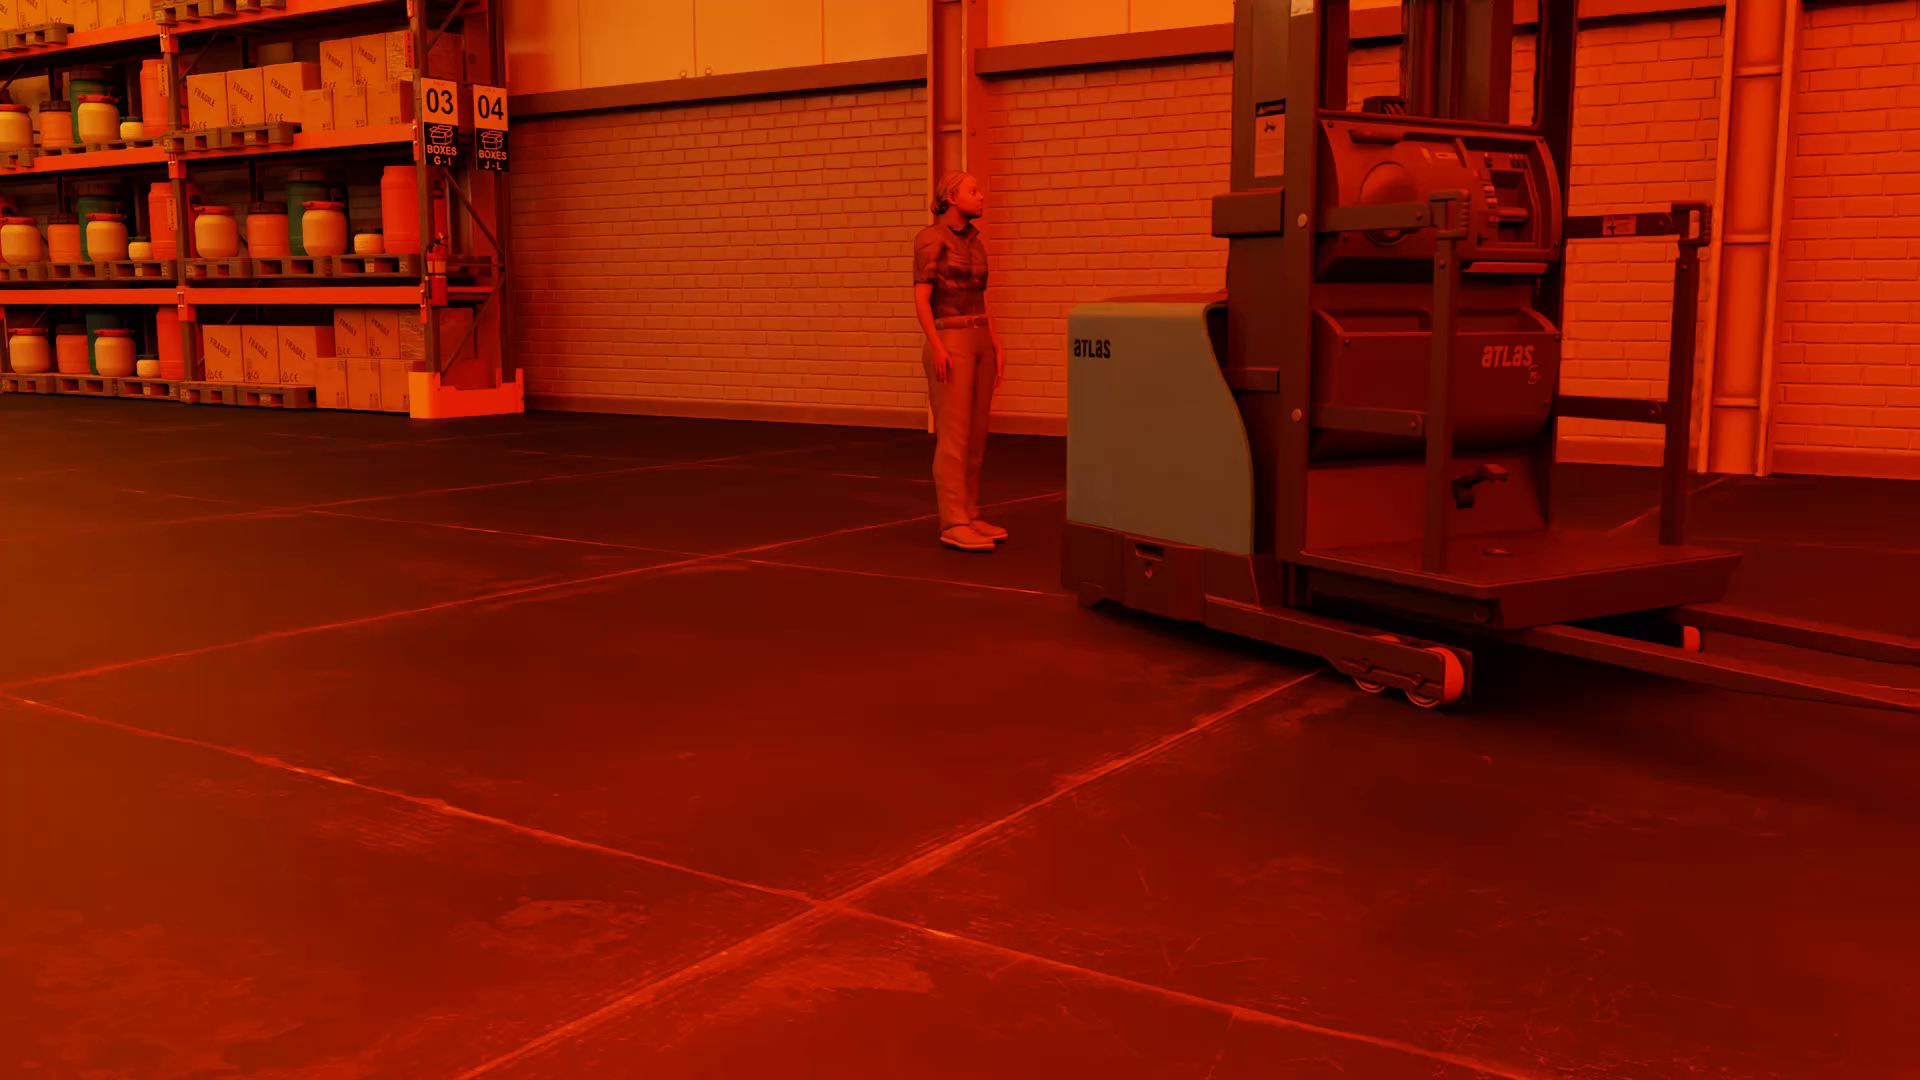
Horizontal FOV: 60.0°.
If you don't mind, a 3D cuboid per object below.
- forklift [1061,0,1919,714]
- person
[{"bbox_3d":[1.550,-1.075,4.755,1.130,2.935,3.031,-5,9,-31],"label":"forklift"},{"bbox_3d":[0.062,-0.817,7.422,0.504,1.654,0.570,5,10,34],"label":"person"}]
